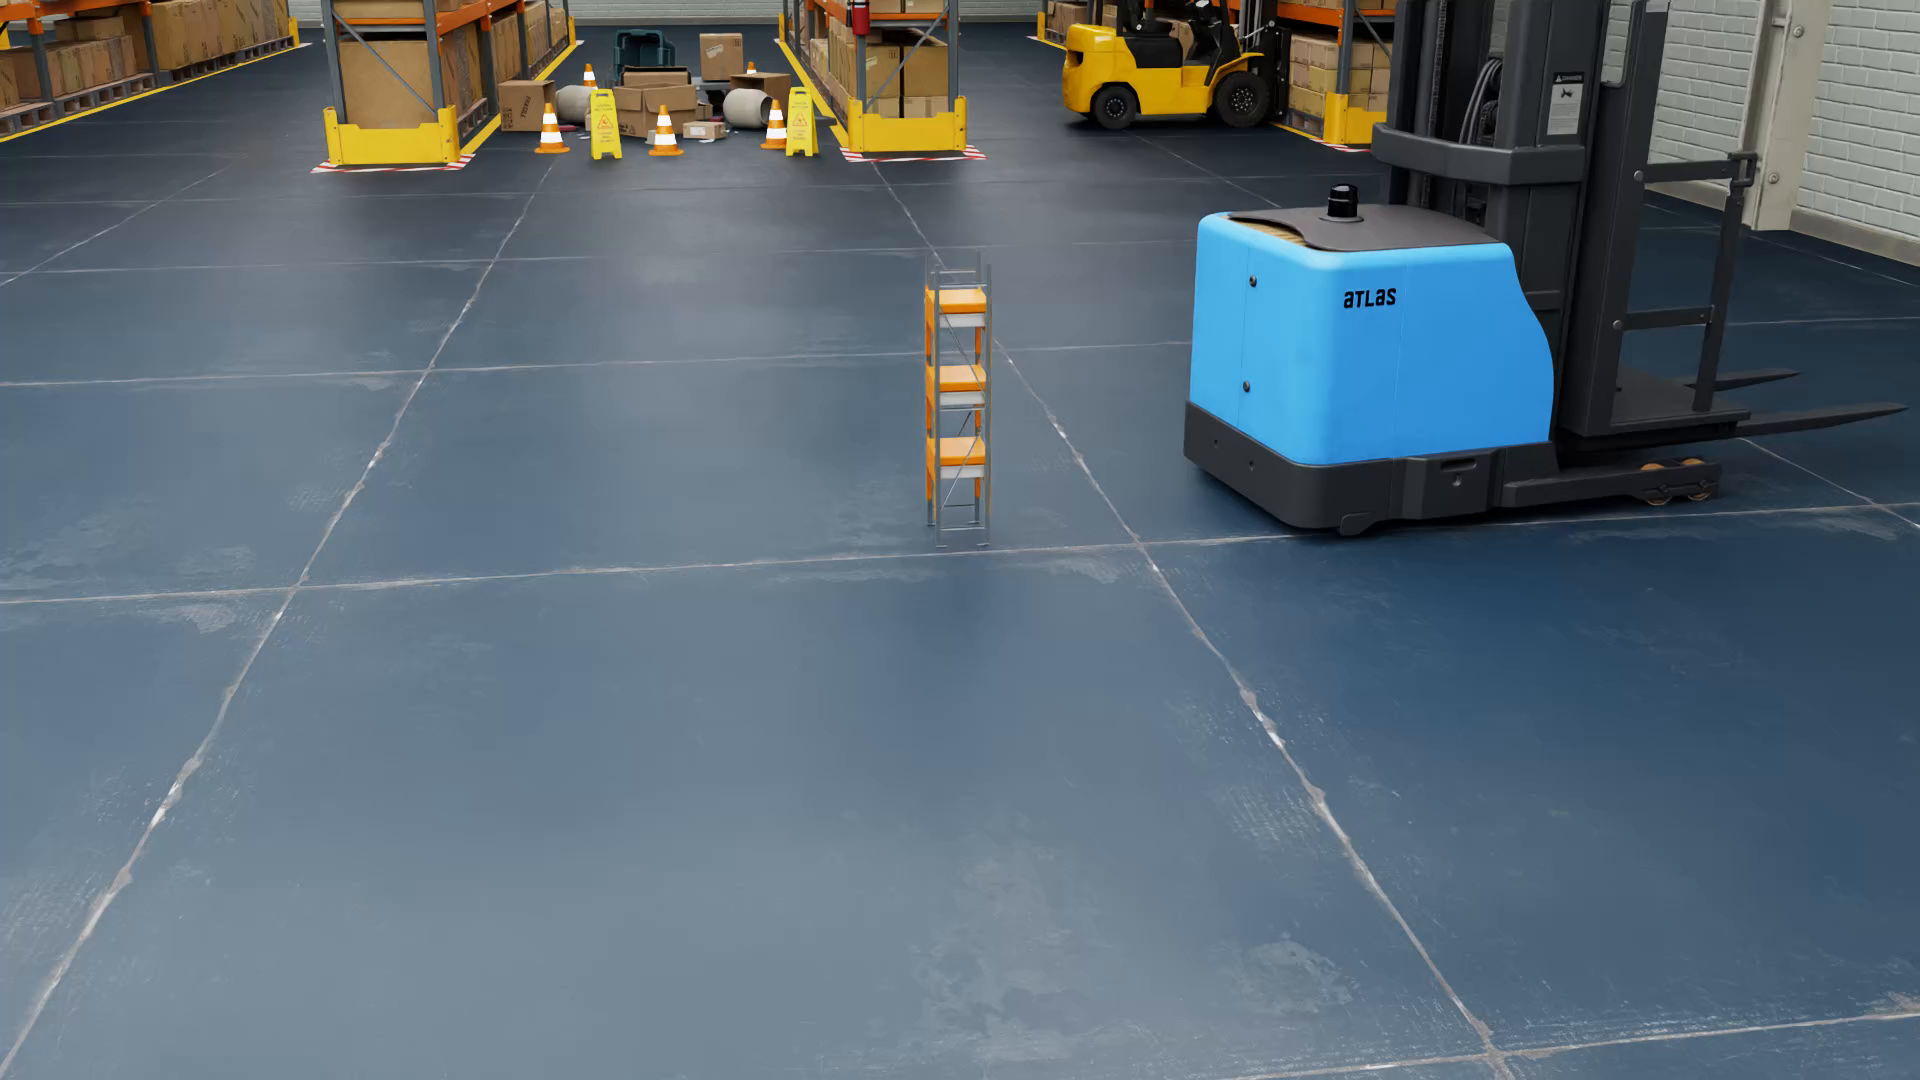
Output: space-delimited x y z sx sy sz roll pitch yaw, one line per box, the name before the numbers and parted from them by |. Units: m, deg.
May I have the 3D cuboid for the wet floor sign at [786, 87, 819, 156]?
wet floor sign | -1.553 -4.104 16.283 0.267 0.644 0.232 4 21 11

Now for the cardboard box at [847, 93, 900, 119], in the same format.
cardboard box | -0.908 -4.510 17.334 0.500 0.250 0.500 -3 21 -8

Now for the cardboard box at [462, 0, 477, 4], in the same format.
cardboard box | -5.815 -6.181 18.264 0.875 0.550 0.550 -3 21 -8

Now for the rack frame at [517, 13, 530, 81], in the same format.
rack frame | -6.558 -7.812 22.846 1.000 3.000 0.127 -3 21 -8

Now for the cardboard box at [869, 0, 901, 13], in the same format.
cardboard box | -0.787 -5.328 16.553 0.380 0.149 0.250 -2 21 -6

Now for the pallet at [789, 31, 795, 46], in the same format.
pallet | -2.635 -9.287 30.781 1.003 0.211 1.213 -3 21 -8

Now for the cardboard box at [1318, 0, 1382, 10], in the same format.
cardboard box | 4.059 -5.783 17.269 0.500 0.500 0.500 -3 21 -9

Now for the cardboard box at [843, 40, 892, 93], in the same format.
cardboard box | -0.974 -5.032 17.659 0.500 0.500 0.500 -2 21 -6

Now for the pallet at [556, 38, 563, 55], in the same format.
pallet | -7.446 -8.545 28.793 1.003 0.211 1.213 -3 21 -8

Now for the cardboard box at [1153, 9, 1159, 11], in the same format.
cardboard box | 2.857 -8.116 25.705 0.380 0.149 0.250 -2 21 -6

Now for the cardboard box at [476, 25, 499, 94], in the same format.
cardboard box | -6.160 -5.780 20.021 1.050 0.750 0.750 -3 21 -8

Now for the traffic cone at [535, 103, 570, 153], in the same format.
traffic cone | -4.077 -4.109 16.557 0.336 0.463 0.334 -3 21 -8

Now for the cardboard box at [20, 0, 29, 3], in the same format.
cardboard box | -10.583 -6.035 18.446 0.380 0.149 0.250 -3 21 -8

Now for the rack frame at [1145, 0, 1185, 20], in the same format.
rack frame | 3.237 -8.348 24.281 1.000 3.000 0.127 -3 21 -8

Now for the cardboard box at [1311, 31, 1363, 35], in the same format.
cardboard box | 4.304 -5.656 18.973 0.500 0.250 0.500 -3 21 -9

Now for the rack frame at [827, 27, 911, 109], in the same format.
rack frame | -1.098 -6.712 19.900 1.000 3.000 0.127 -3 21 -8

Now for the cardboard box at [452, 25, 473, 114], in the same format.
cardboard box | -5.827 -5.095 18.008 0.875 0.875 0.875 -3 21 -7

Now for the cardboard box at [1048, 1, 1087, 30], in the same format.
cardboard box | 2.078 -9.929 31.481 0.797 0.503 0.637 -4 21 -10

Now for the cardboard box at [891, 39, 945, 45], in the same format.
cardboard box | -0.448 -5.069 17.759 0.500 0.500 0.500 -4 21 -10

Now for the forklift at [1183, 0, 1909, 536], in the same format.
forklift | 2.510 -1.676 6.515 3.031 2.935 1.130 -7 21 -17

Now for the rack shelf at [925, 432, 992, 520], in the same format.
rack shelf | -0.008 -0.240 6.183 0.215 0.259 0.240 -3 21 -8

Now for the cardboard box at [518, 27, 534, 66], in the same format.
cardboard box | -6.408 -7.096 23.900 0.500 0.500 0.500 -4 21 -10

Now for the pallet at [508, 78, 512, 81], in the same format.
pallet | -6.347 -5.808 21.464 1.003 0.211 1.213 -3 21 -8

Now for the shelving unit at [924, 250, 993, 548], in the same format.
shelving unit | -0.008 -0.510 6.082 0.215 1.050 0.252 -3 21 -8

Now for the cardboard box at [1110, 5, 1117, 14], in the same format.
cardboard box | 2.666 -8.651 27.136 0.380 0.149 0.250 -3 21 -9

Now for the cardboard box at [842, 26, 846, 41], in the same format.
cardboard box | -1.047 -5.366 17.627 0.380 0.149 0.250 -3 21 -7

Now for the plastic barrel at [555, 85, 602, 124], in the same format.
plastic barrel | -4.300 -4.905 18.744 0.512 0.421 0.421 12 24 30

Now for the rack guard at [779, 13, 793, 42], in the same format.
rack guard | -2.831 -9.704 31.483 1.175 0.500 0.348 -3 21 -8

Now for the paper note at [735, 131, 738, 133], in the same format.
paper note | -2.429 -4.430 18.064 0.032 0.001 0.123 -3 21 -8

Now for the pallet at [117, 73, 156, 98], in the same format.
pallet | -11.370 -6.020 22.033 1.003 0.211 1.213 -3 21 -8

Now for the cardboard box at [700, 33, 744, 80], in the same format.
cardboard box | -2.855 -5.795 19.936 0.500 0.500 0.500 -3 21 -8

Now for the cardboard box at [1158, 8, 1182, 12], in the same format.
cardboard box | 3.310 -8.237 26.027 0.380 0.149 0.250 -3 21 -9

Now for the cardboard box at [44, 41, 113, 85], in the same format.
cardboard box | -11.184 -6.014 20.974 0.700 0.500 0.500 -1 21 -3

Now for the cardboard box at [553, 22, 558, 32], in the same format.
cardboard box | -7.093 -8.786 28.501 0.380 0.149 0.250 -3 21 -8

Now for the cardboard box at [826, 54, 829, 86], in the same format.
cardboard box | -1.176 -5.859 20.772 0.950 0.372 0.625 -3 21 -7

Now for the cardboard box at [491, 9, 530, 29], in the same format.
cardboard box | -6.418 -7.440 23.750 0.500 0.250 0.500 -4 21 -10

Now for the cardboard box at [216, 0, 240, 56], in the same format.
cardboard box | -11.946 -7.963 25.685 1.225 0.875 0.875 -3 21 -8

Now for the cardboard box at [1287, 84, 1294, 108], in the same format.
cardboard box | 3.884 -4.980 18.593 0.500 0.250 0.500 -3 21 -7

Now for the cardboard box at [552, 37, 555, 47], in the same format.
cardboard box | -6.870 -8.201 27.360 0.380 0.149 0.250 -4 21 -10

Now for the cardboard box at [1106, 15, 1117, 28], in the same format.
cardboard box | 2.661 -8.223 26.919 0.500 0.500 0.500 -4 21 -9

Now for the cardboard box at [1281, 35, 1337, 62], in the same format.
cardboard box | 3.853 -5.450 18.422 0.500 0.250 0.500 -3 21 -7

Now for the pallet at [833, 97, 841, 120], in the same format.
pallet | -0.966 -5.175 19.770 1.003 0.211 1.213 -3 21 -8

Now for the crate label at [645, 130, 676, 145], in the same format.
crate label | -3.084 -4.165 17.172 0.250 0.136 0.298 -15 25 -35

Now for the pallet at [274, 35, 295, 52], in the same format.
pallet | -12.442 -8.788 29.443 1.003 0.211 1.213 -3 21 -8

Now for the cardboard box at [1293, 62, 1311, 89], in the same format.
cardboard box | 3.949 -5.048 18.061 0.500 0.250 0.500 -3 21 -8

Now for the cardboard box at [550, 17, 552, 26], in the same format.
cardboard box | -6.961 -8.565 27.485 0.380 0.149 0.250 -2 21 -5

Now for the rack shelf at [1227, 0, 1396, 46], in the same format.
rack shelf | 4.102 -5.934 18.845 1.077 0.370 4.000 -3 21 -8
